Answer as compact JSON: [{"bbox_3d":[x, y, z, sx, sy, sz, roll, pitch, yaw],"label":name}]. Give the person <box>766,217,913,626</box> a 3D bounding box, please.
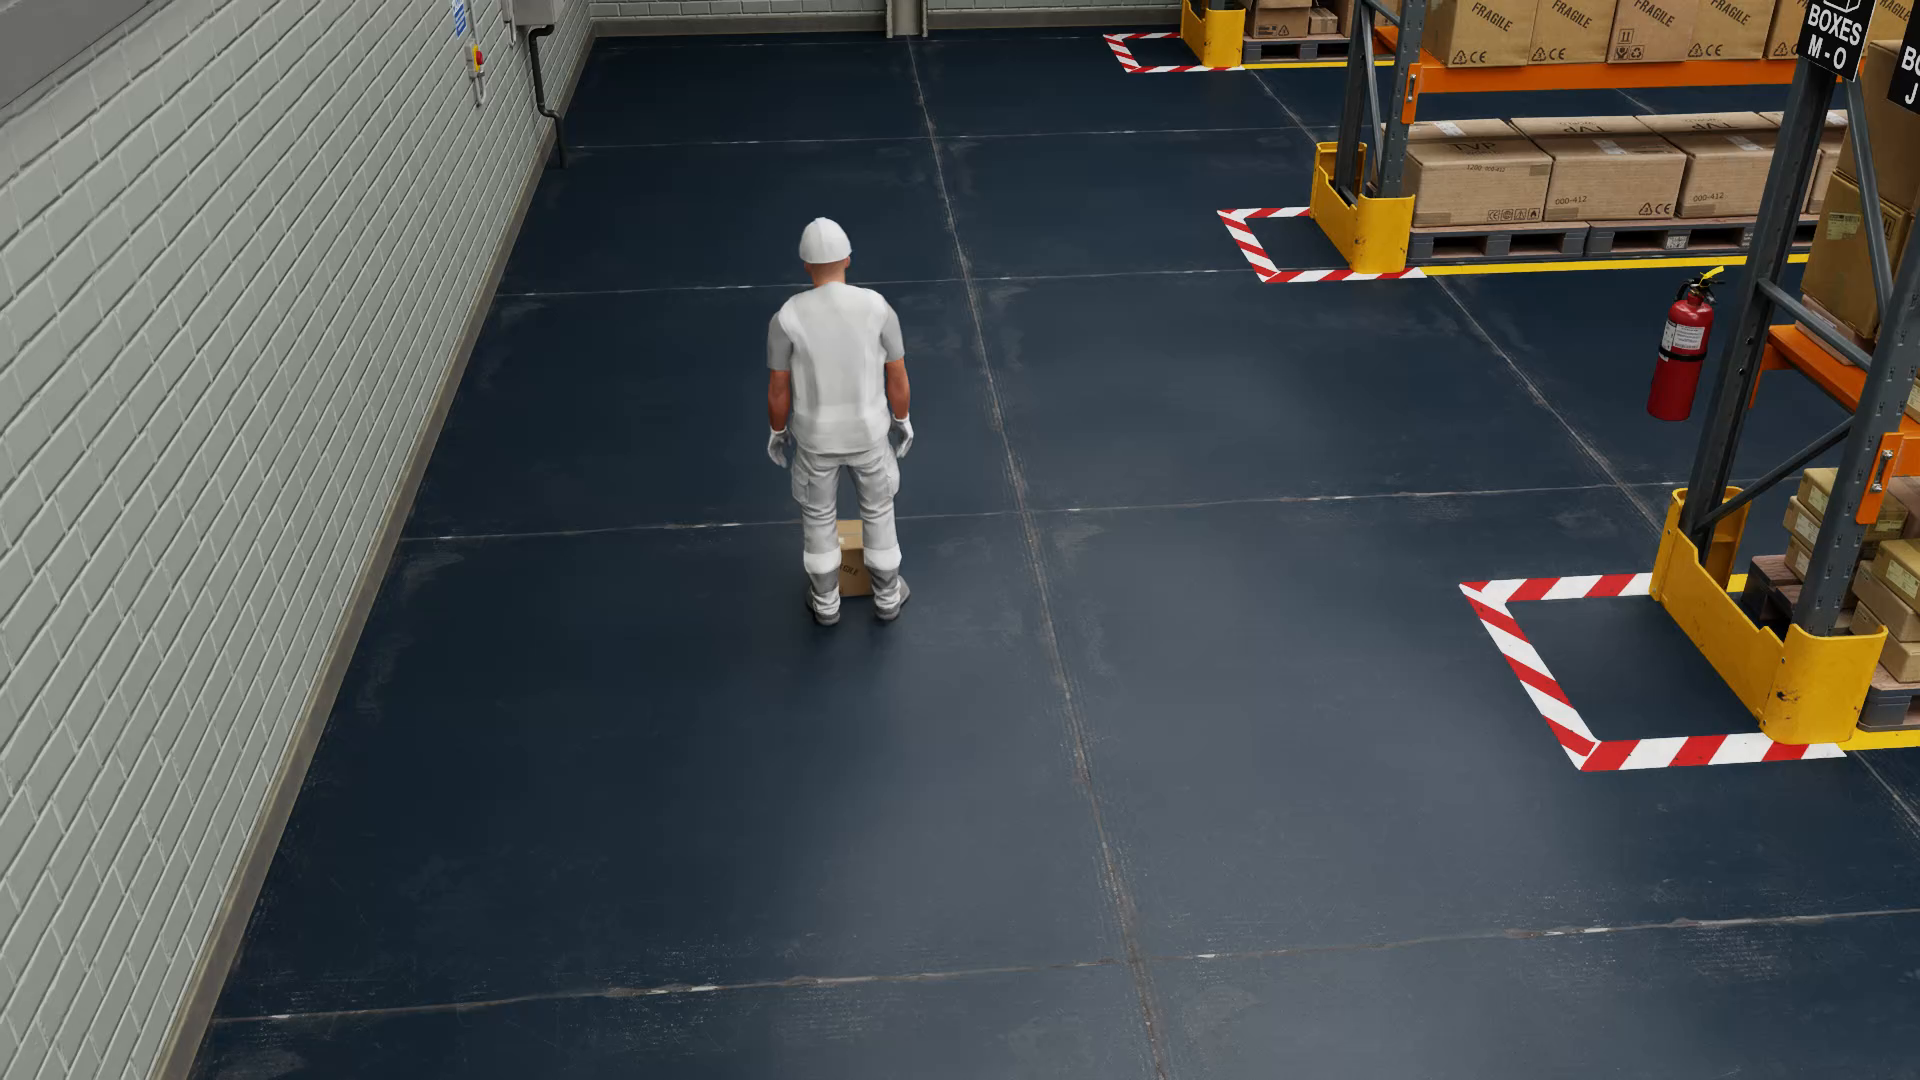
[{"bbox_3d":[-0.496,-0.455,6.882,0.610,1.777,0.451,-4,31,-7],"label":"person"}]
